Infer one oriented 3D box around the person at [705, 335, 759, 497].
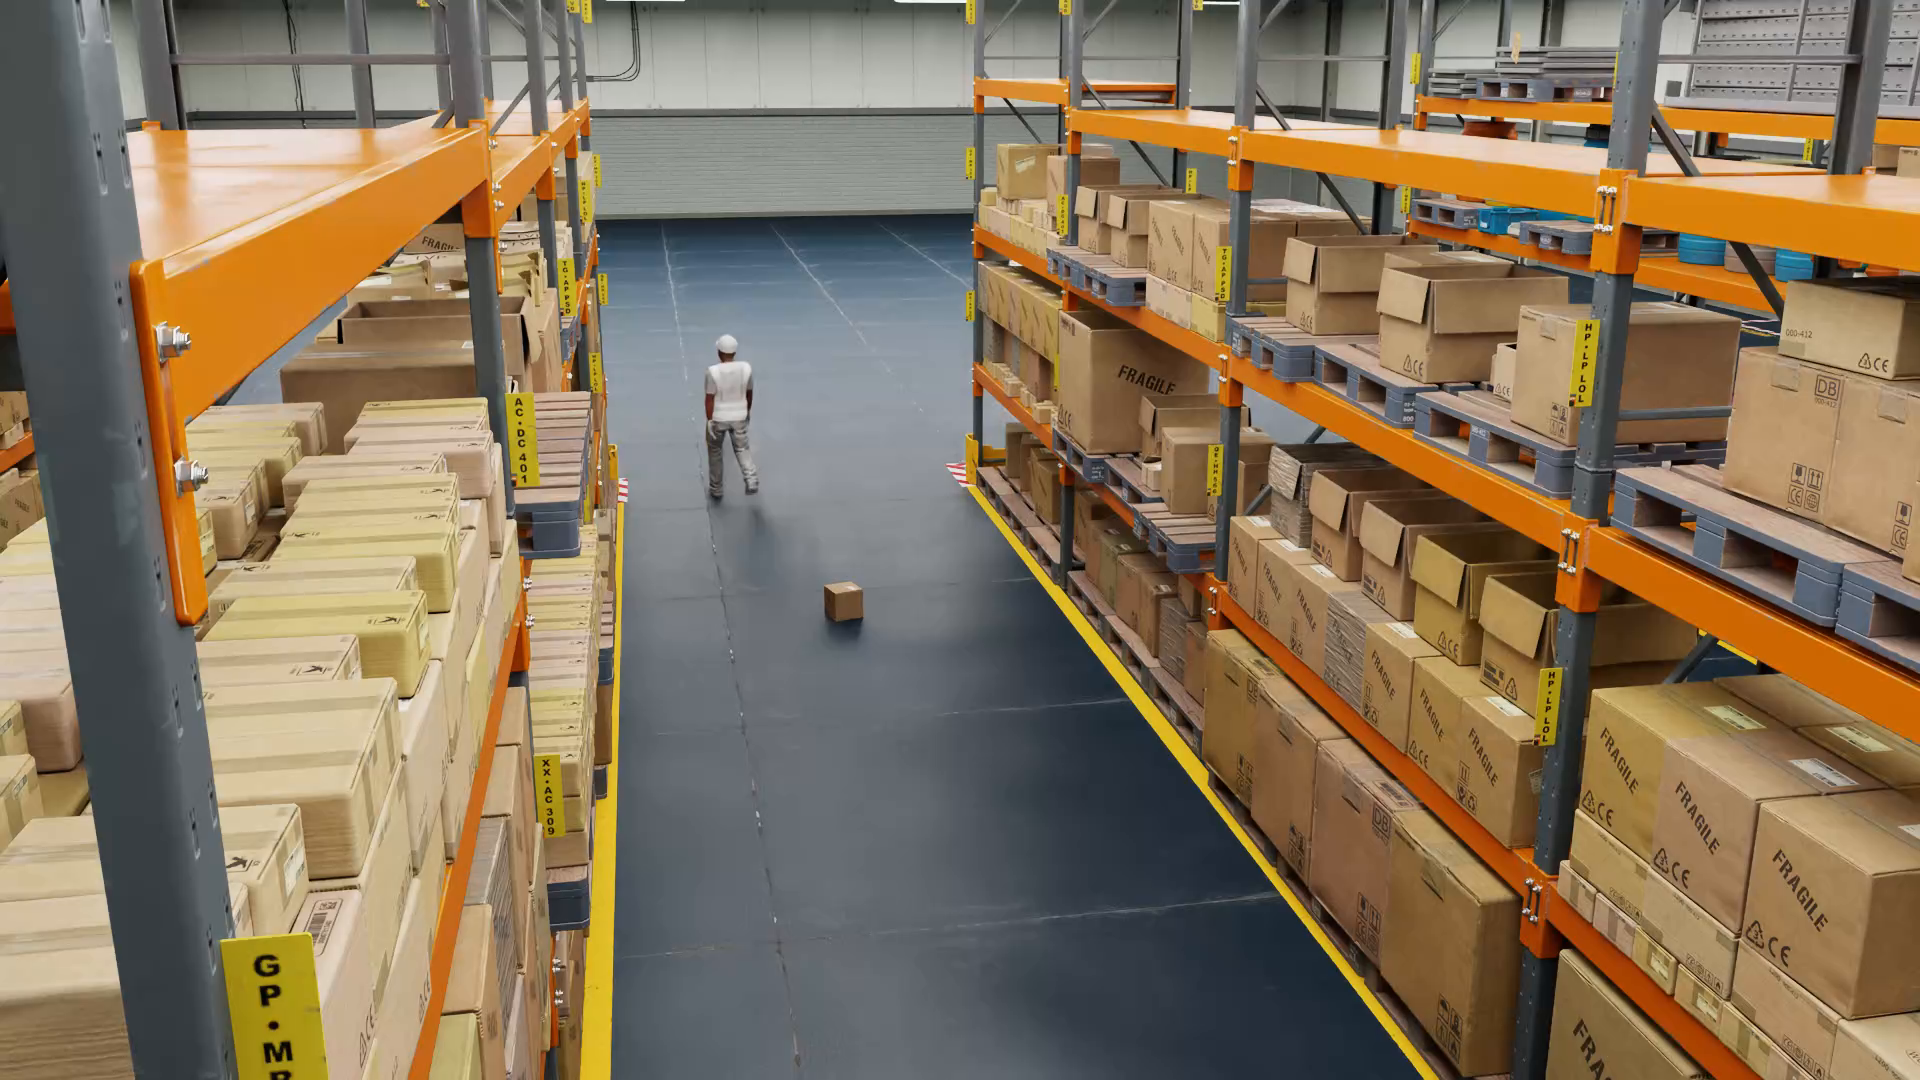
[{"bbox_3d":[-2.413,-1.278,17.387,0.548,1.757,0.924,-7,18,-24],"label":"person"}]
